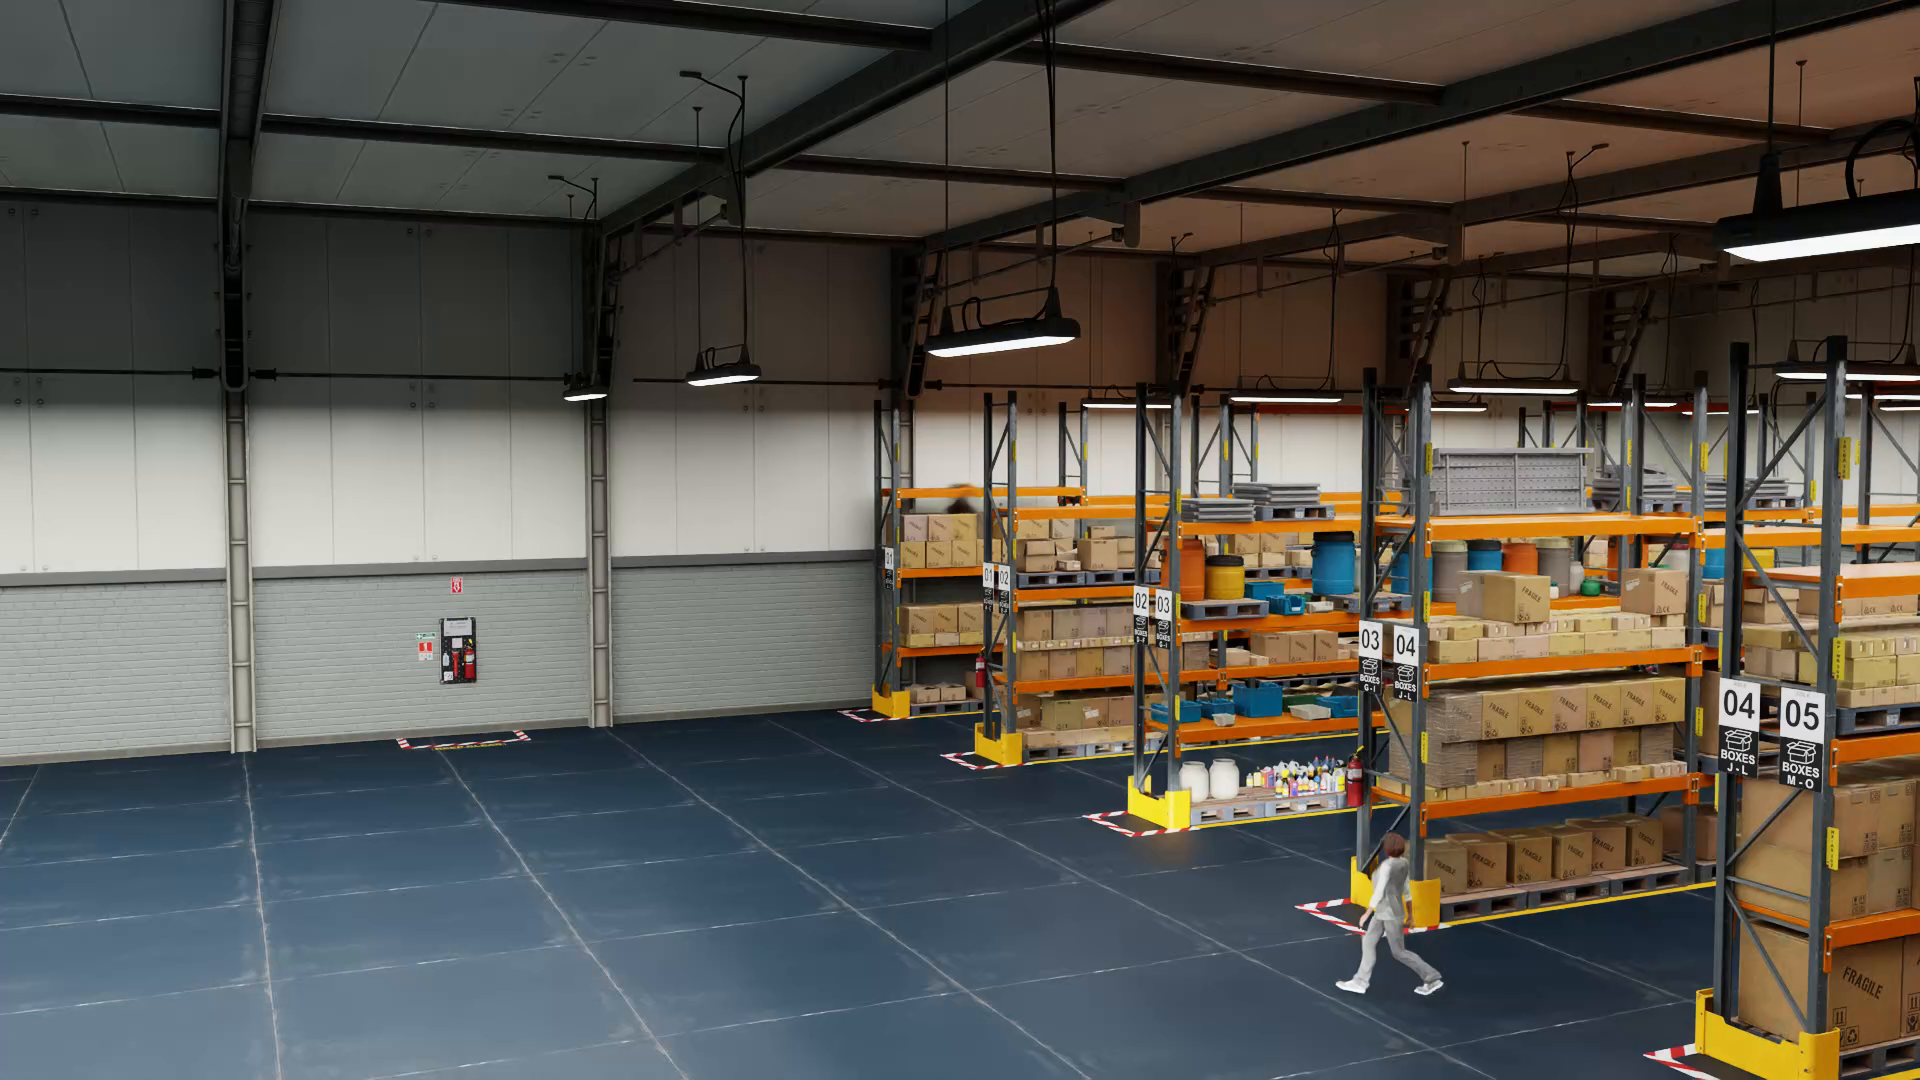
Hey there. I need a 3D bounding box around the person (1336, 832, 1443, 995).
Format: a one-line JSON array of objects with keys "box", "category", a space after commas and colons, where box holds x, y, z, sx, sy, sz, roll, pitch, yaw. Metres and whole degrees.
[{"box": [3.998, 3.476, 15.436, 0.949, 1.550, 0.389, 0, 3, 8], "category": "person"}]
